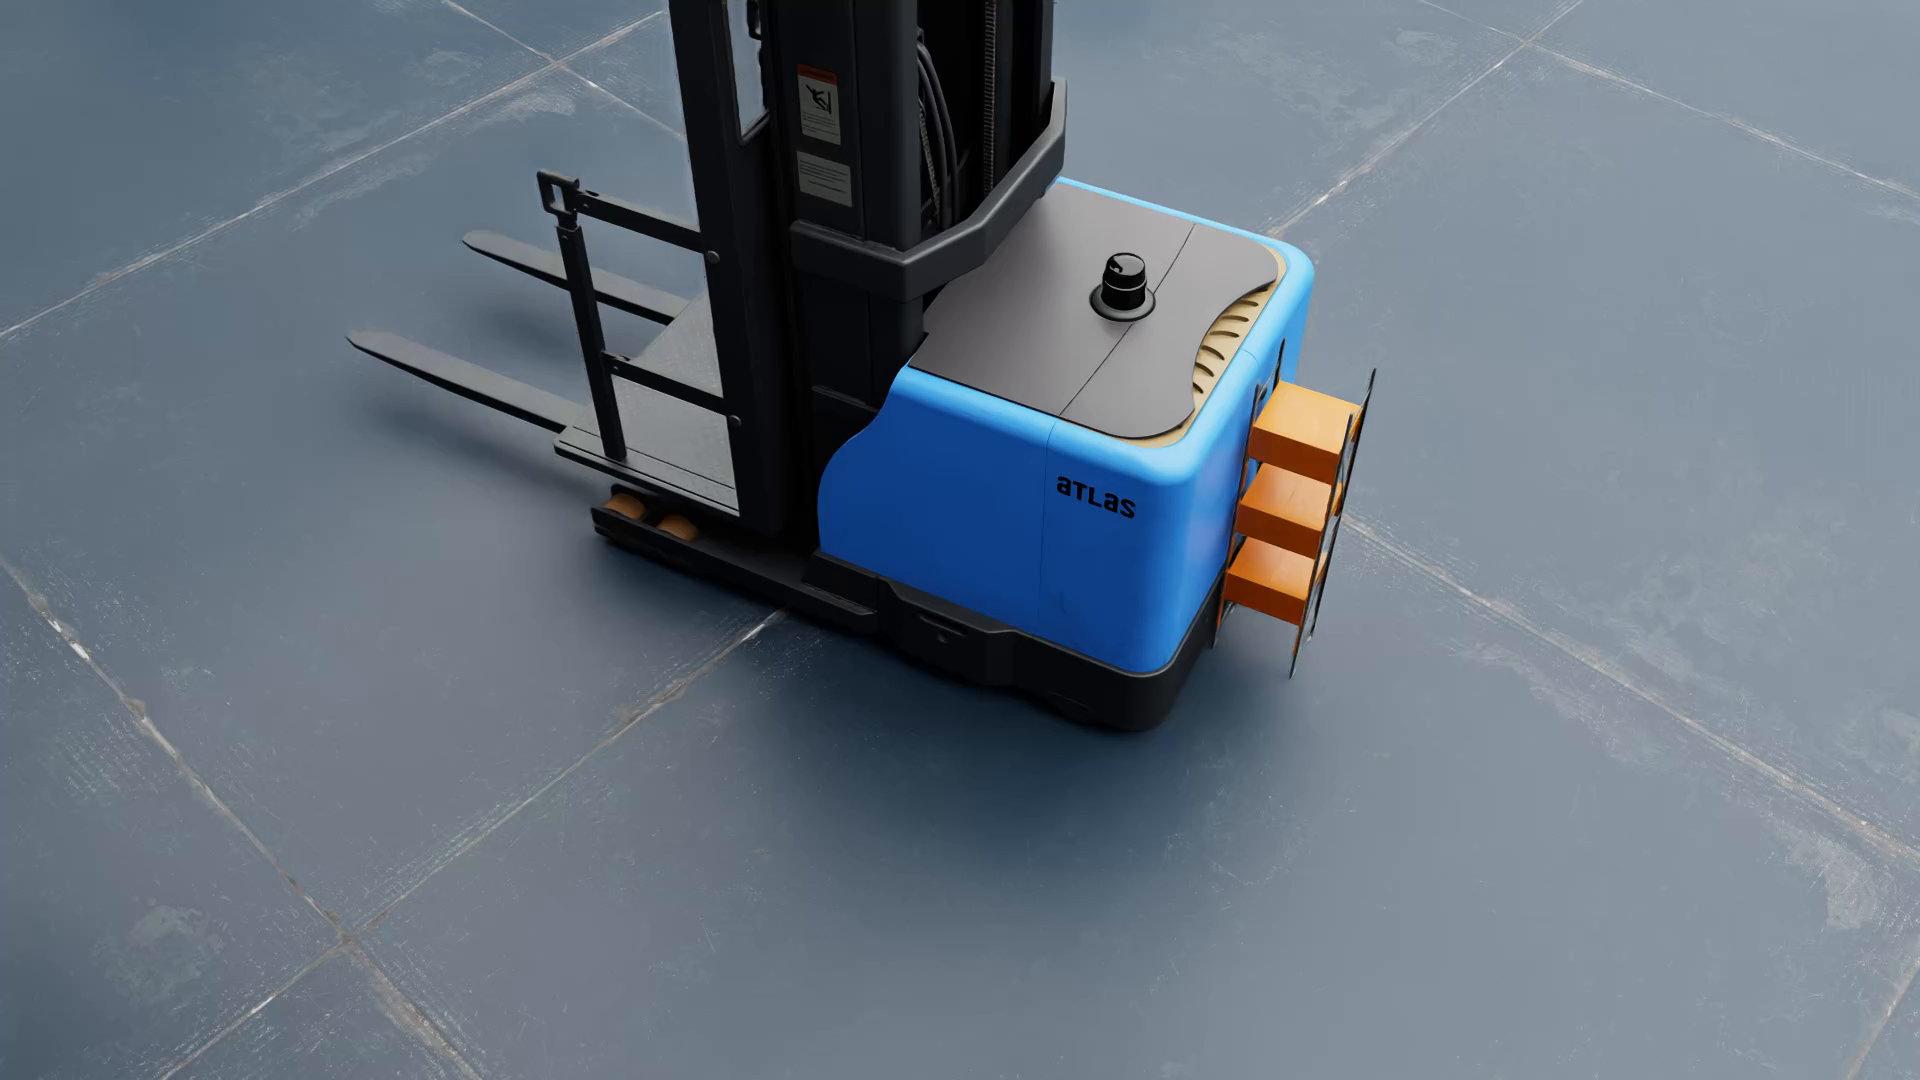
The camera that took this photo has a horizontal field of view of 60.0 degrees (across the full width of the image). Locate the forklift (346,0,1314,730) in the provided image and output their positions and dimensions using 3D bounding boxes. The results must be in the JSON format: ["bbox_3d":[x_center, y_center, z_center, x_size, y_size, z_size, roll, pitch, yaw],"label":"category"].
[{"bbox_3d":[-0.569,-1.241,4.405,3.031,2.935,1.130,21,50,18],"label":"forklift"}]

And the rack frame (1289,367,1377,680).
[{"bbox_3d":[1.011,-0.016,4.544,0.008,1.050,0.200,21,50,18],"label":"rack frame"}]

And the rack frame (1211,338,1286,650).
[{"bbox_3d":[0.794,-0.097,4.621,0.008,1.050,0.200,21,50,18],"label":"rack frame"}]

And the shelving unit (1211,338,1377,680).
[{"bbox_3d":[0.902,-0.056,4.583,0.252,1.050,0.215,21,50,18],"label":"shelving unit"}]

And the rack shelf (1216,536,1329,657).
[{"bbox_3d":[0.902,0.141,4.793,0.240,0.259,0.215,21,50,18],"label":"rack shelf"}]

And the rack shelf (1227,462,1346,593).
[{"bbox_3d":[0.902,-0.049,4.591,0.240,0.259,0.215,21,50,18],"label":"rack shelf"}]

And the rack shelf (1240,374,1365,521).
[{"bbox_3d":[0.902,-0.243,4.384,0.240,0.259,0.215,21,50,18],"label":"rack shelf"}]
